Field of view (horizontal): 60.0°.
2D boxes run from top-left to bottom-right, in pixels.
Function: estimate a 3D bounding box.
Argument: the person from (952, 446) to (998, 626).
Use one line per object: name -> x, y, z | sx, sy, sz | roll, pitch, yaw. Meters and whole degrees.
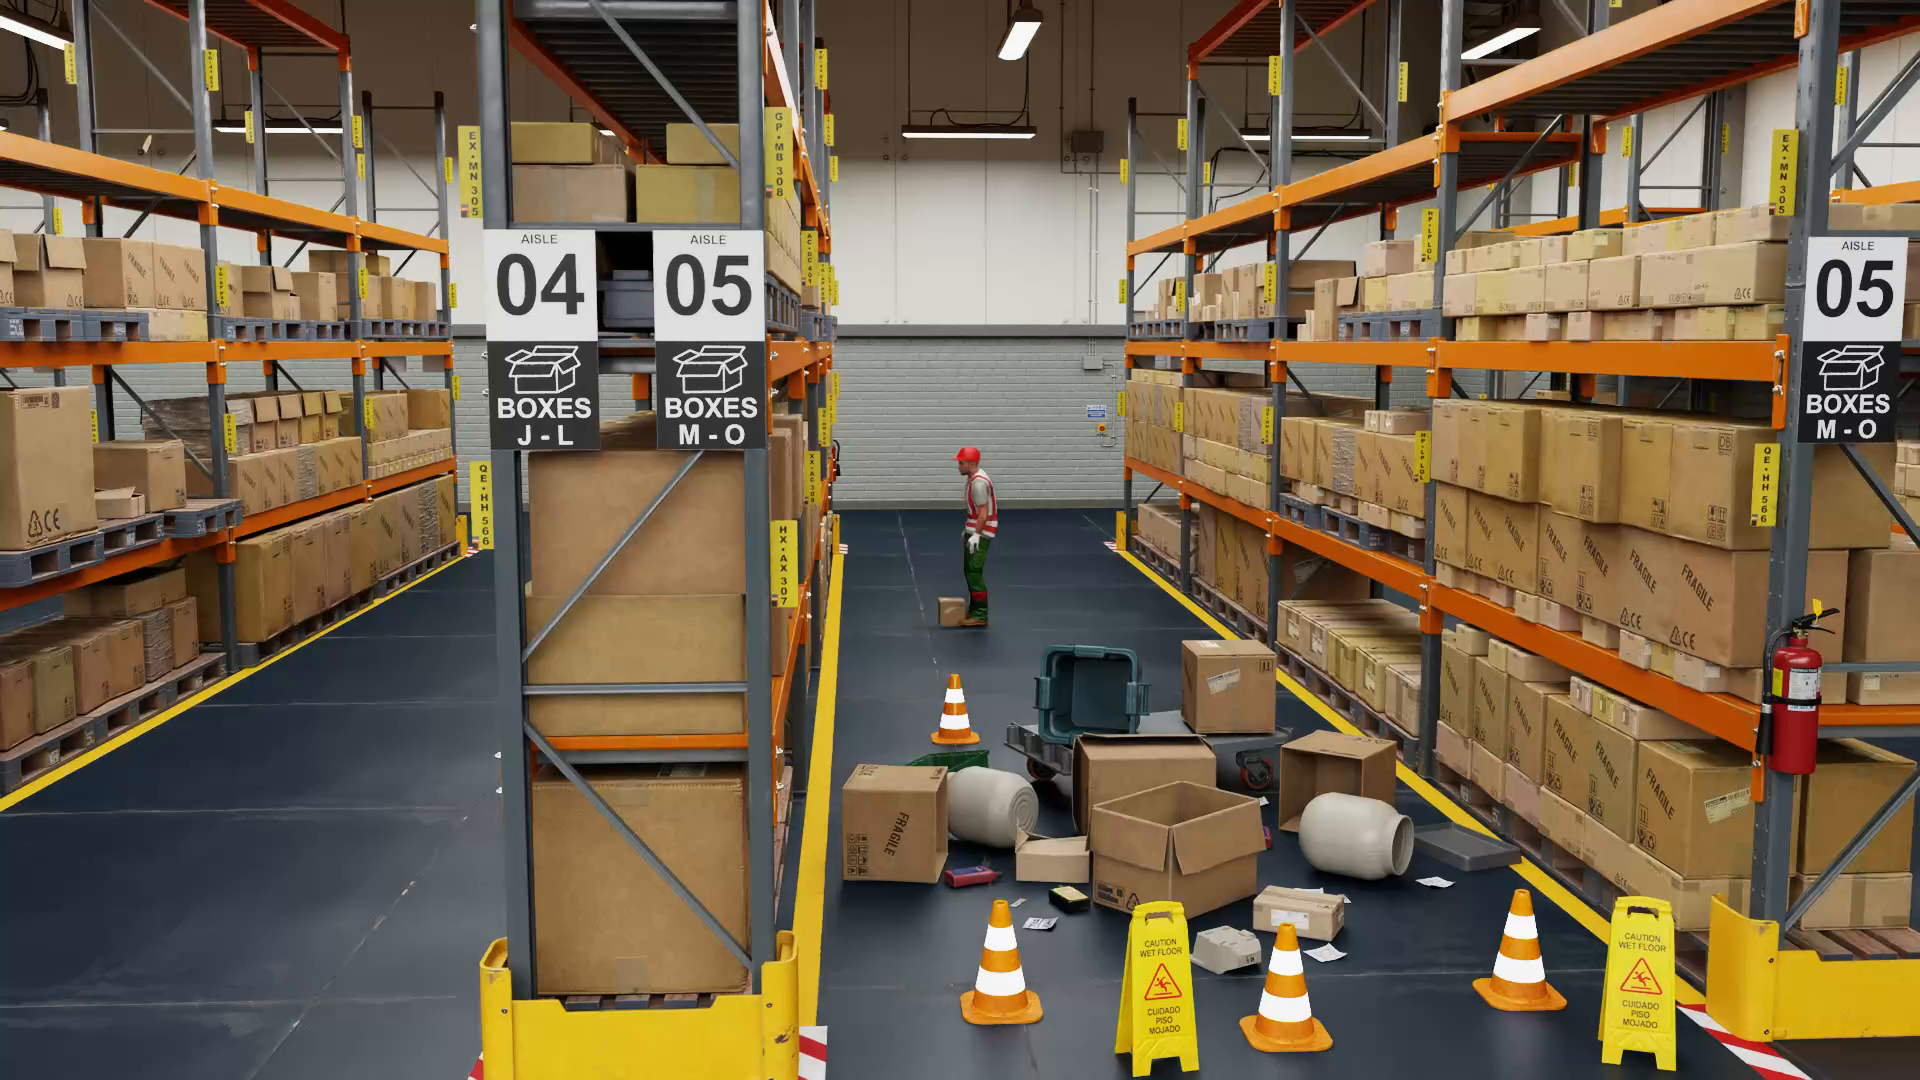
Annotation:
person -> 0.141, -0.042, 16.534 | 0.446, 1.779, 0.589 | -1, 7, -6
